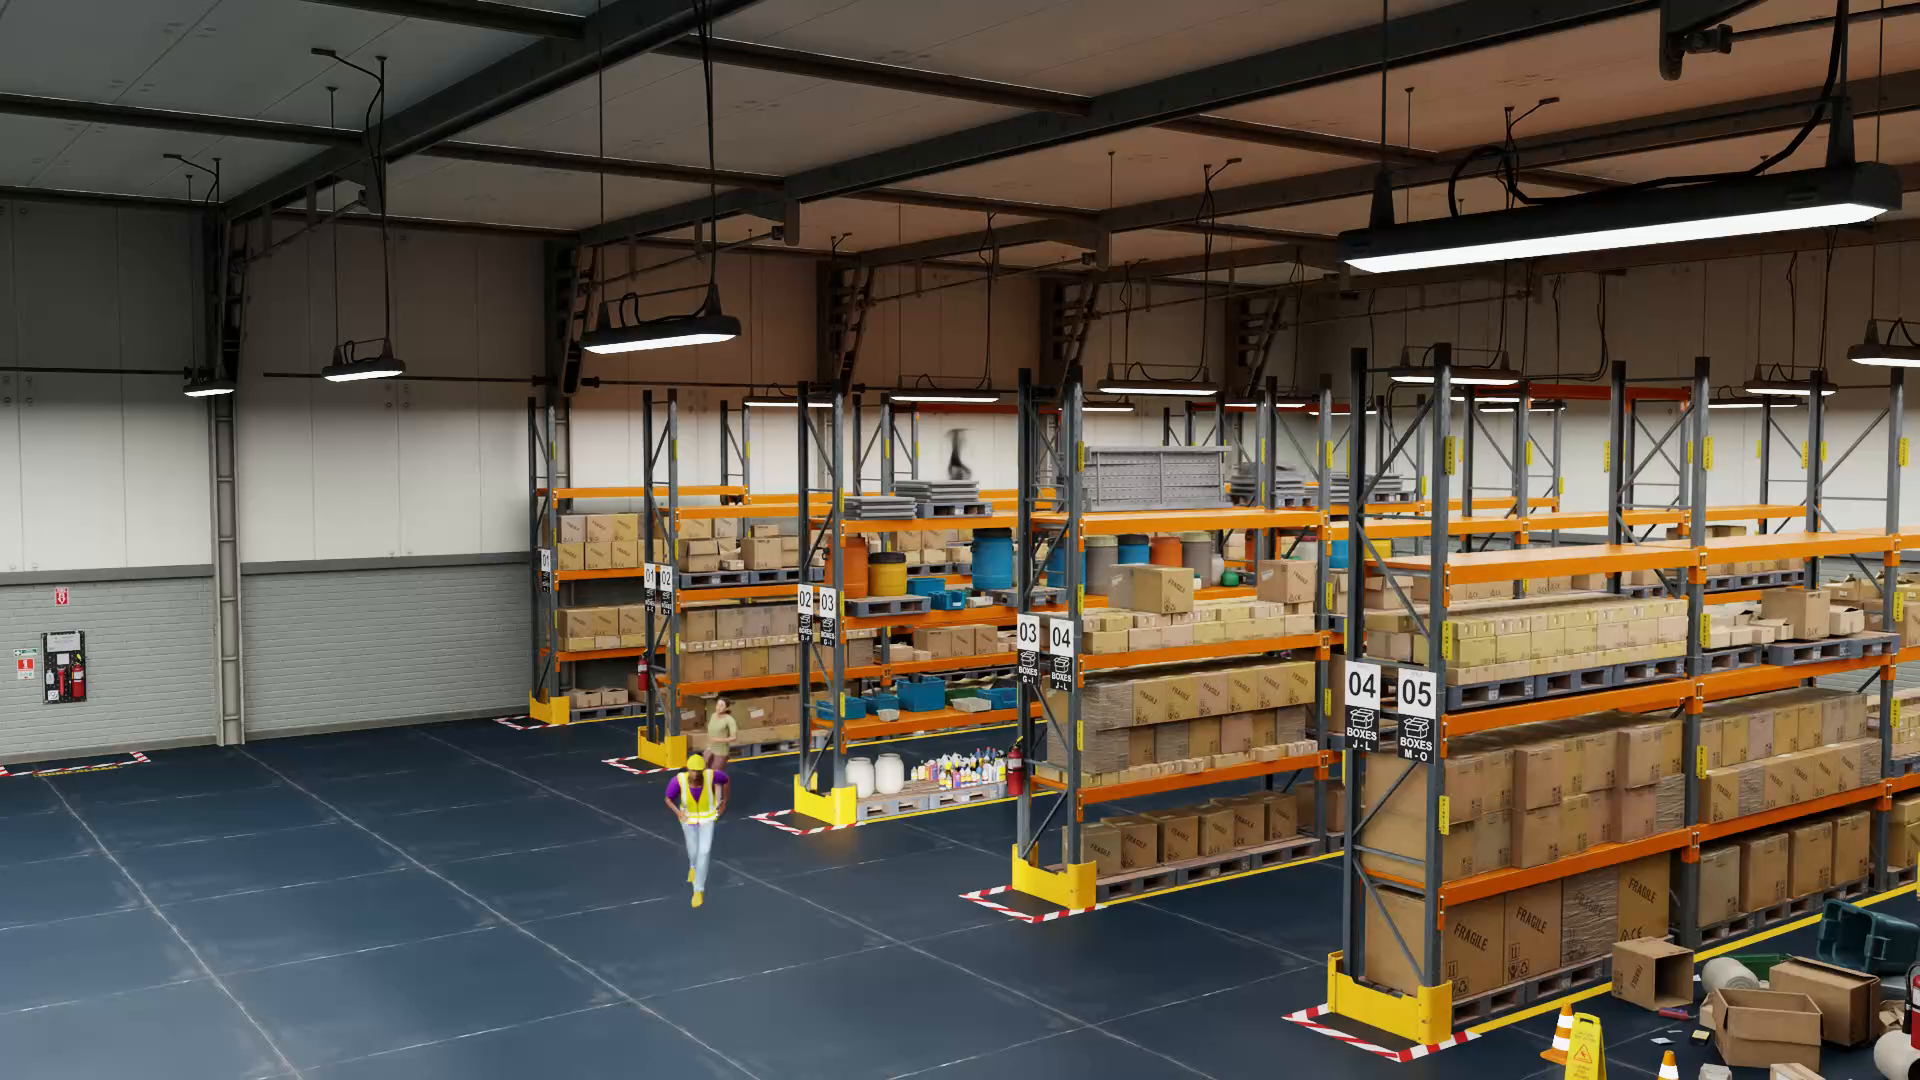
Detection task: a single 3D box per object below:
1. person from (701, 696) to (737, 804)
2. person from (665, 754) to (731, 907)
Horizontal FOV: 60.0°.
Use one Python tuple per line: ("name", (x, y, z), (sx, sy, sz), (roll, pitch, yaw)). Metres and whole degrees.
("person", (-3.397, 2.973, 23.301), (0.621, 1.593, 0.639), (2, 4, 24))
("person", (-2.983, 3.225, 18.917), (0.744, 1.715, 1.057), (-1, 3, -11))
